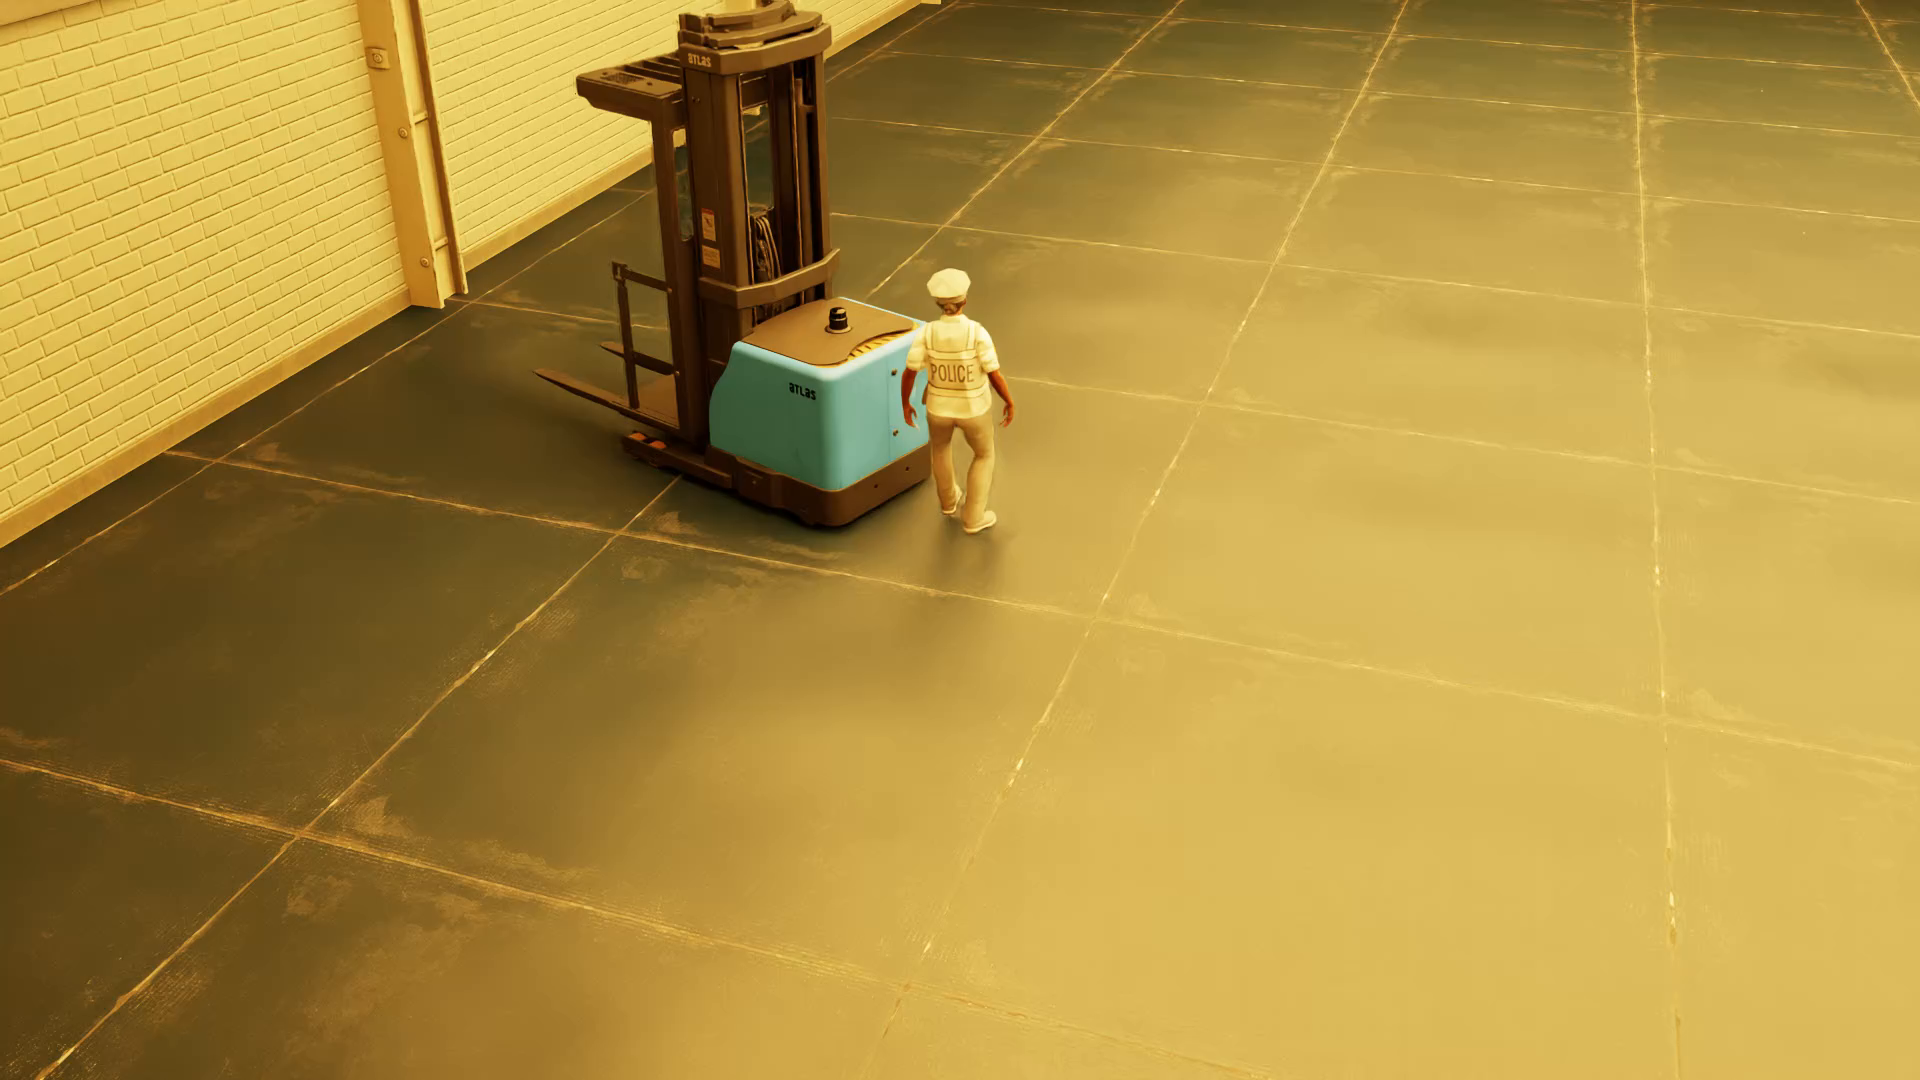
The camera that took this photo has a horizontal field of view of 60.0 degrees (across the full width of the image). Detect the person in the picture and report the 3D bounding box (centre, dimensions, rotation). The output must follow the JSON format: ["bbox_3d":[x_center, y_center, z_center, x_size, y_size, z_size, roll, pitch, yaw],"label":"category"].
[{"bbox_3d":[0.011,-0.848,9.935,0.660,1.650,0.613,5,30,9],"label":"person"}]

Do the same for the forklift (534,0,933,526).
[{"bbox_3d":[-1.617,-1.940,10.540,3.031,2.935,1.130,21,36,32],"label":"forklift"}]
